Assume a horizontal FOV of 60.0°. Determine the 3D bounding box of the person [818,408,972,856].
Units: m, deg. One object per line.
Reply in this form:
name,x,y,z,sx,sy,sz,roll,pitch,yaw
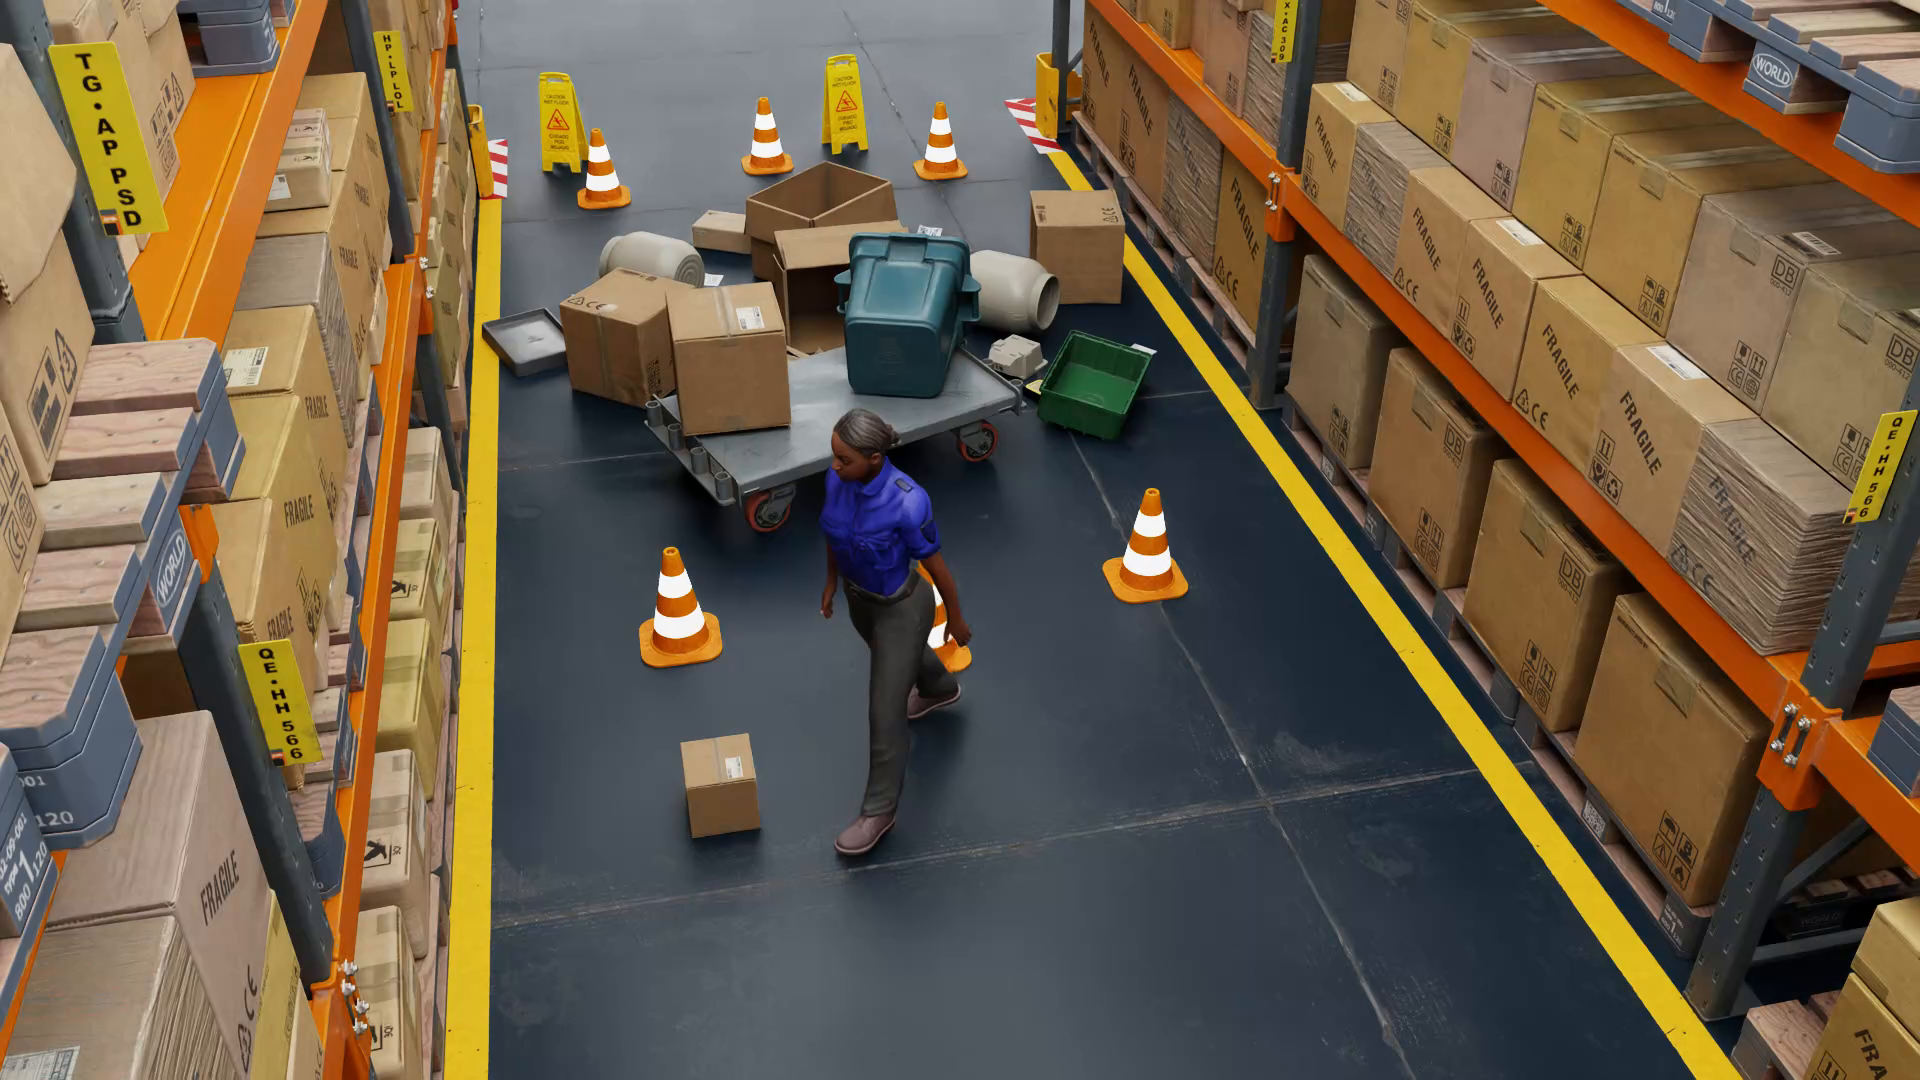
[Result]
person,-0.261,0.210,5.853,0.543,1.613,0.914,29,44,35
